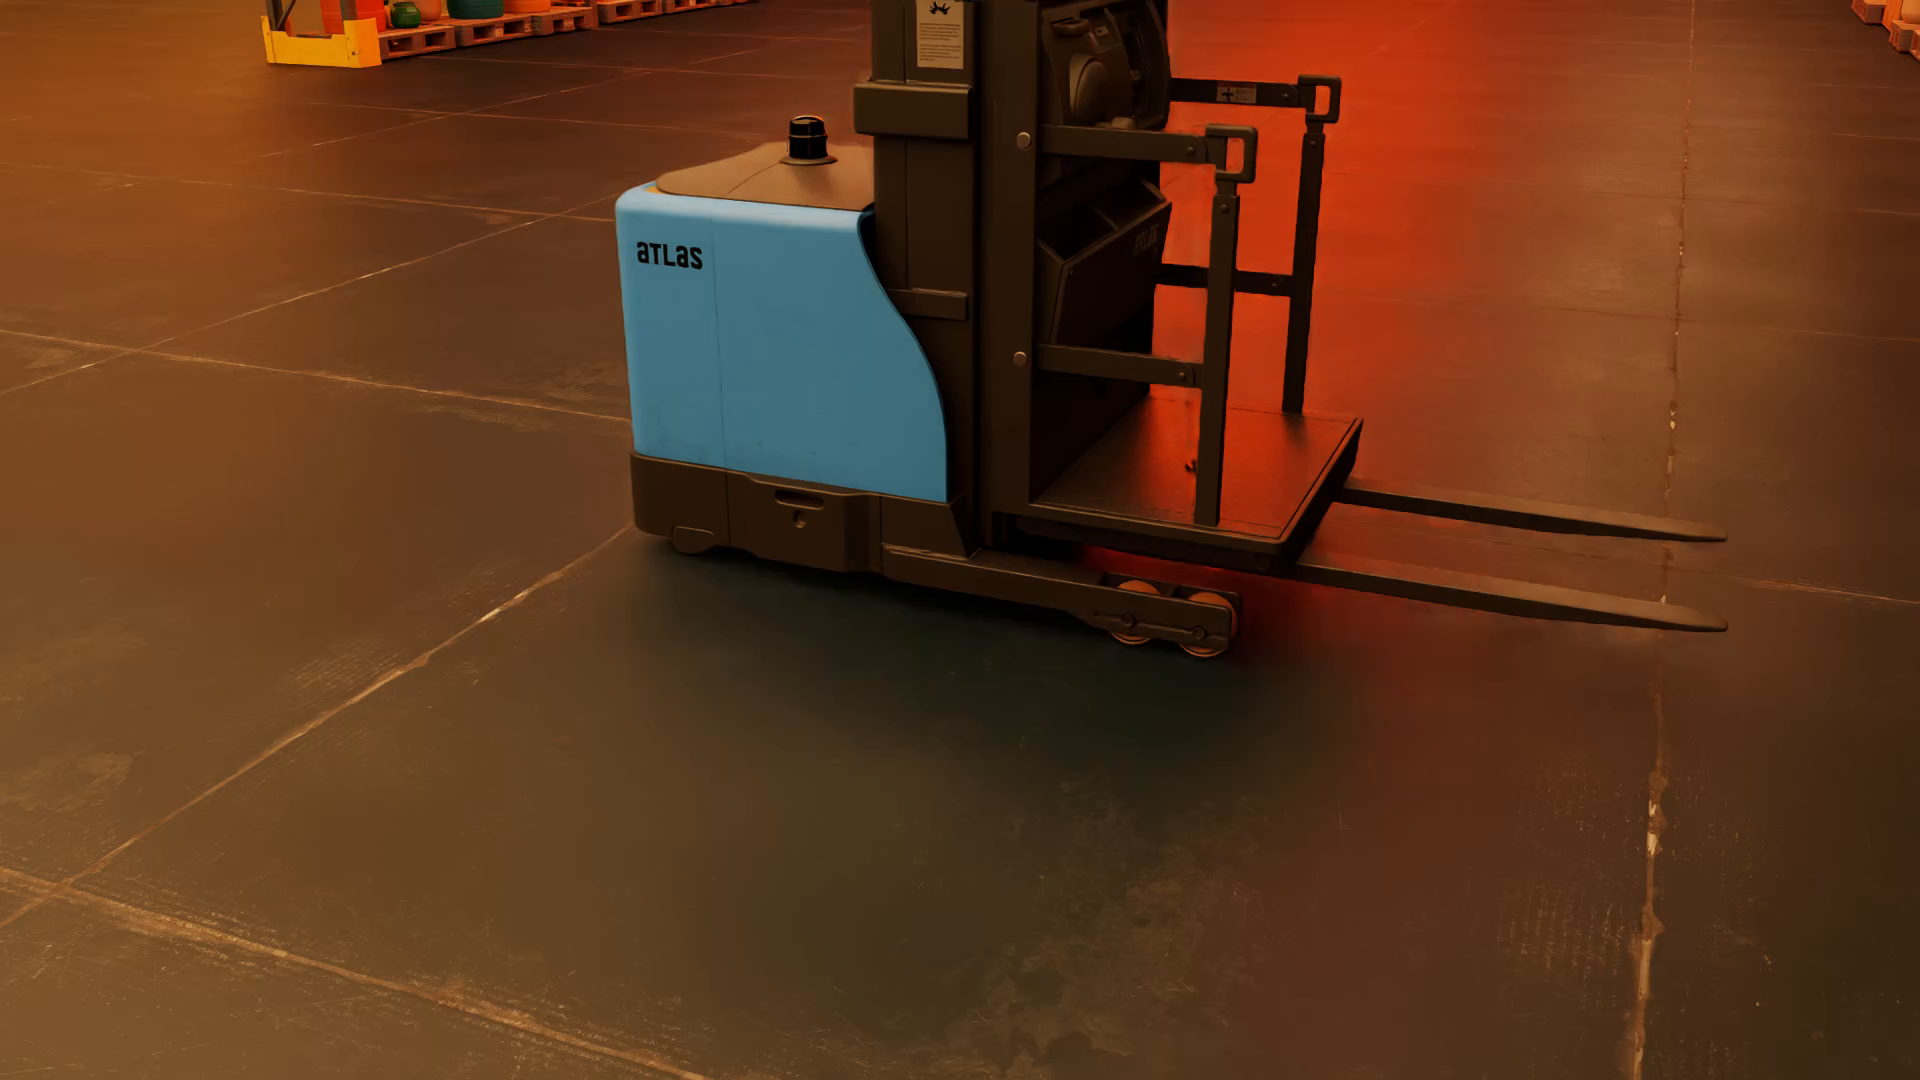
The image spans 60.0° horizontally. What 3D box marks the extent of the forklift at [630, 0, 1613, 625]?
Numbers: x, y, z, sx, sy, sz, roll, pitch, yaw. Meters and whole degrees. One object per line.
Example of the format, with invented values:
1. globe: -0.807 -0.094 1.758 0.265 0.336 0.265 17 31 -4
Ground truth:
1. forklift: 0.595 -1.454 4.770 3.031 2.935 1.130 -8 24 -18
